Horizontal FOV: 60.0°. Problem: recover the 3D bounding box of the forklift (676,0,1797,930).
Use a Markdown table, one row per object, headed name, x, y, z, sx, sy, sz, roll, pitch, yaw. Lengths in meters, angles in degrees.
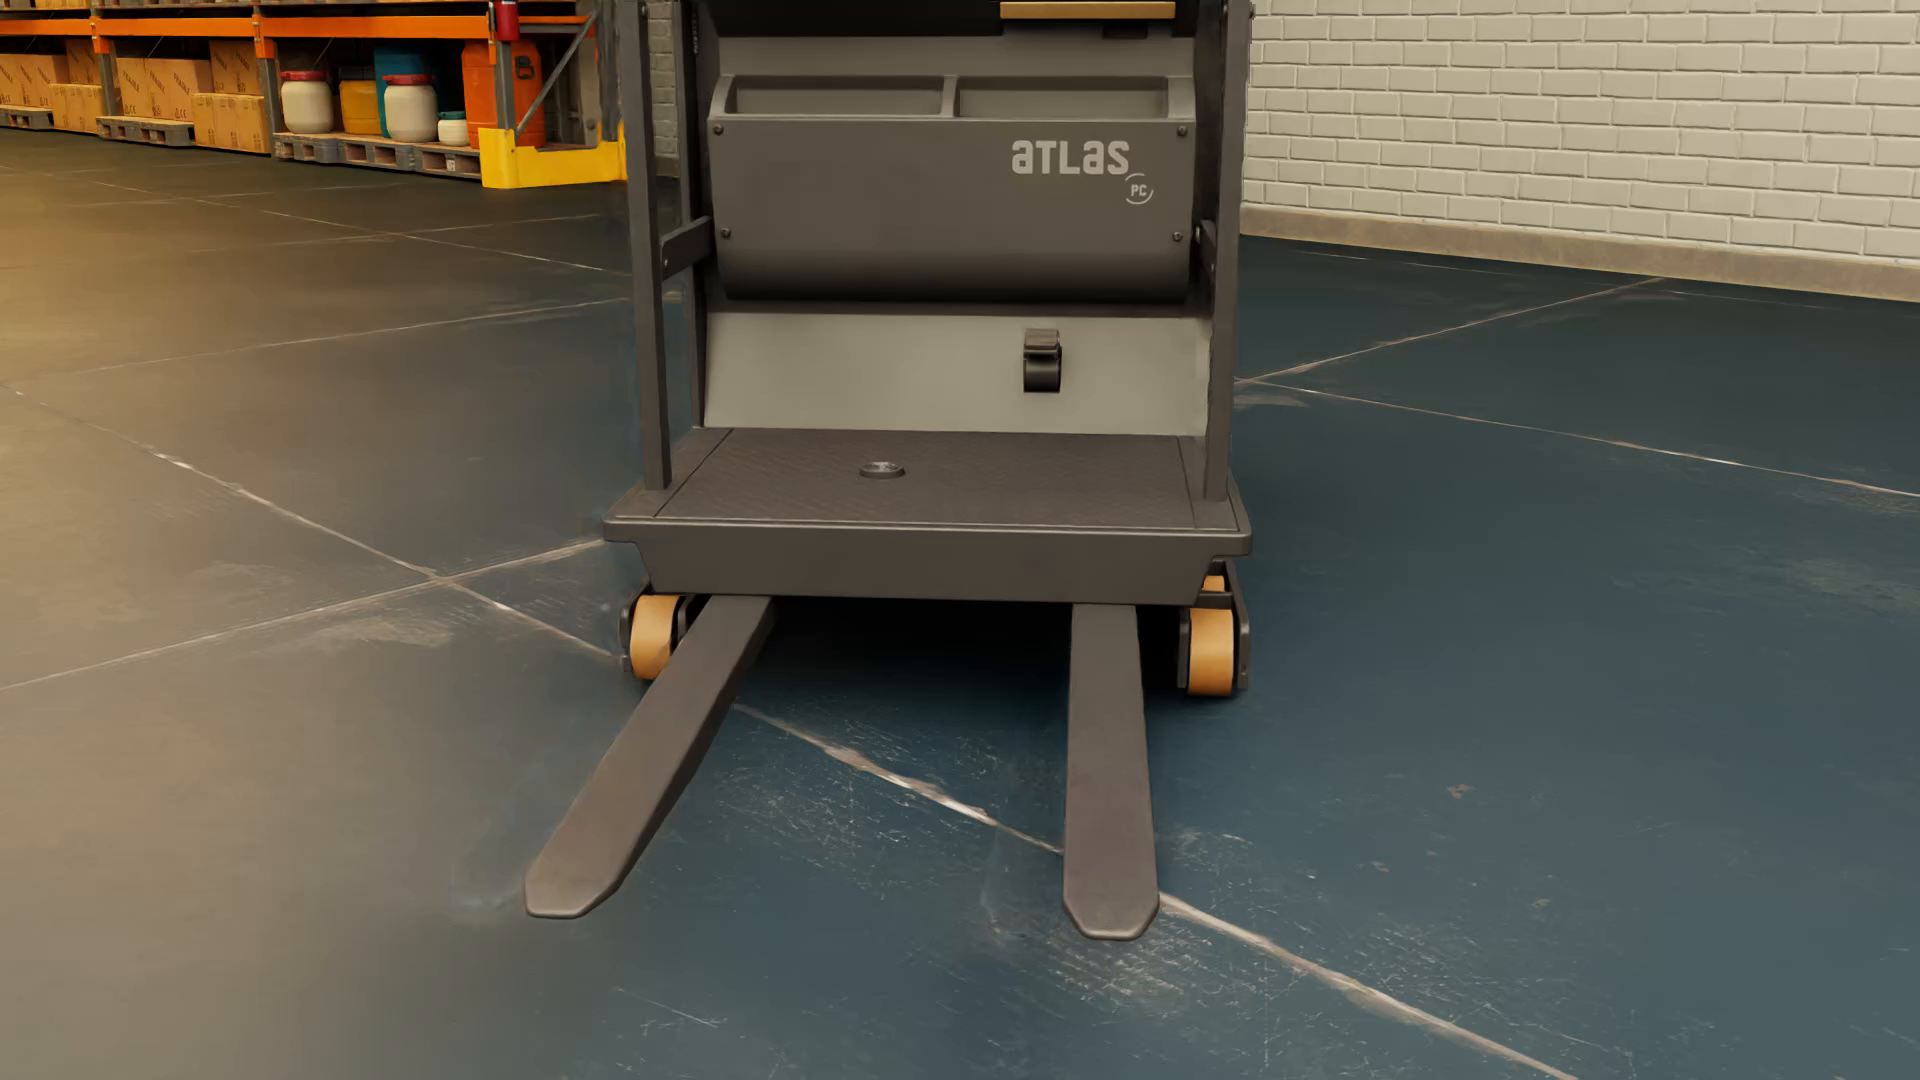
| name | x | y | z | sx | sy | sz | roll | pitch | yaw |
| --- | --- | --- | --- | --- | --- | --- | --- | --- | --- |
| forklift | 0.216 | -1.227 | 2.898 | 1.130 | 2.935 | 3.031 | -6 | 18 | -17 |
